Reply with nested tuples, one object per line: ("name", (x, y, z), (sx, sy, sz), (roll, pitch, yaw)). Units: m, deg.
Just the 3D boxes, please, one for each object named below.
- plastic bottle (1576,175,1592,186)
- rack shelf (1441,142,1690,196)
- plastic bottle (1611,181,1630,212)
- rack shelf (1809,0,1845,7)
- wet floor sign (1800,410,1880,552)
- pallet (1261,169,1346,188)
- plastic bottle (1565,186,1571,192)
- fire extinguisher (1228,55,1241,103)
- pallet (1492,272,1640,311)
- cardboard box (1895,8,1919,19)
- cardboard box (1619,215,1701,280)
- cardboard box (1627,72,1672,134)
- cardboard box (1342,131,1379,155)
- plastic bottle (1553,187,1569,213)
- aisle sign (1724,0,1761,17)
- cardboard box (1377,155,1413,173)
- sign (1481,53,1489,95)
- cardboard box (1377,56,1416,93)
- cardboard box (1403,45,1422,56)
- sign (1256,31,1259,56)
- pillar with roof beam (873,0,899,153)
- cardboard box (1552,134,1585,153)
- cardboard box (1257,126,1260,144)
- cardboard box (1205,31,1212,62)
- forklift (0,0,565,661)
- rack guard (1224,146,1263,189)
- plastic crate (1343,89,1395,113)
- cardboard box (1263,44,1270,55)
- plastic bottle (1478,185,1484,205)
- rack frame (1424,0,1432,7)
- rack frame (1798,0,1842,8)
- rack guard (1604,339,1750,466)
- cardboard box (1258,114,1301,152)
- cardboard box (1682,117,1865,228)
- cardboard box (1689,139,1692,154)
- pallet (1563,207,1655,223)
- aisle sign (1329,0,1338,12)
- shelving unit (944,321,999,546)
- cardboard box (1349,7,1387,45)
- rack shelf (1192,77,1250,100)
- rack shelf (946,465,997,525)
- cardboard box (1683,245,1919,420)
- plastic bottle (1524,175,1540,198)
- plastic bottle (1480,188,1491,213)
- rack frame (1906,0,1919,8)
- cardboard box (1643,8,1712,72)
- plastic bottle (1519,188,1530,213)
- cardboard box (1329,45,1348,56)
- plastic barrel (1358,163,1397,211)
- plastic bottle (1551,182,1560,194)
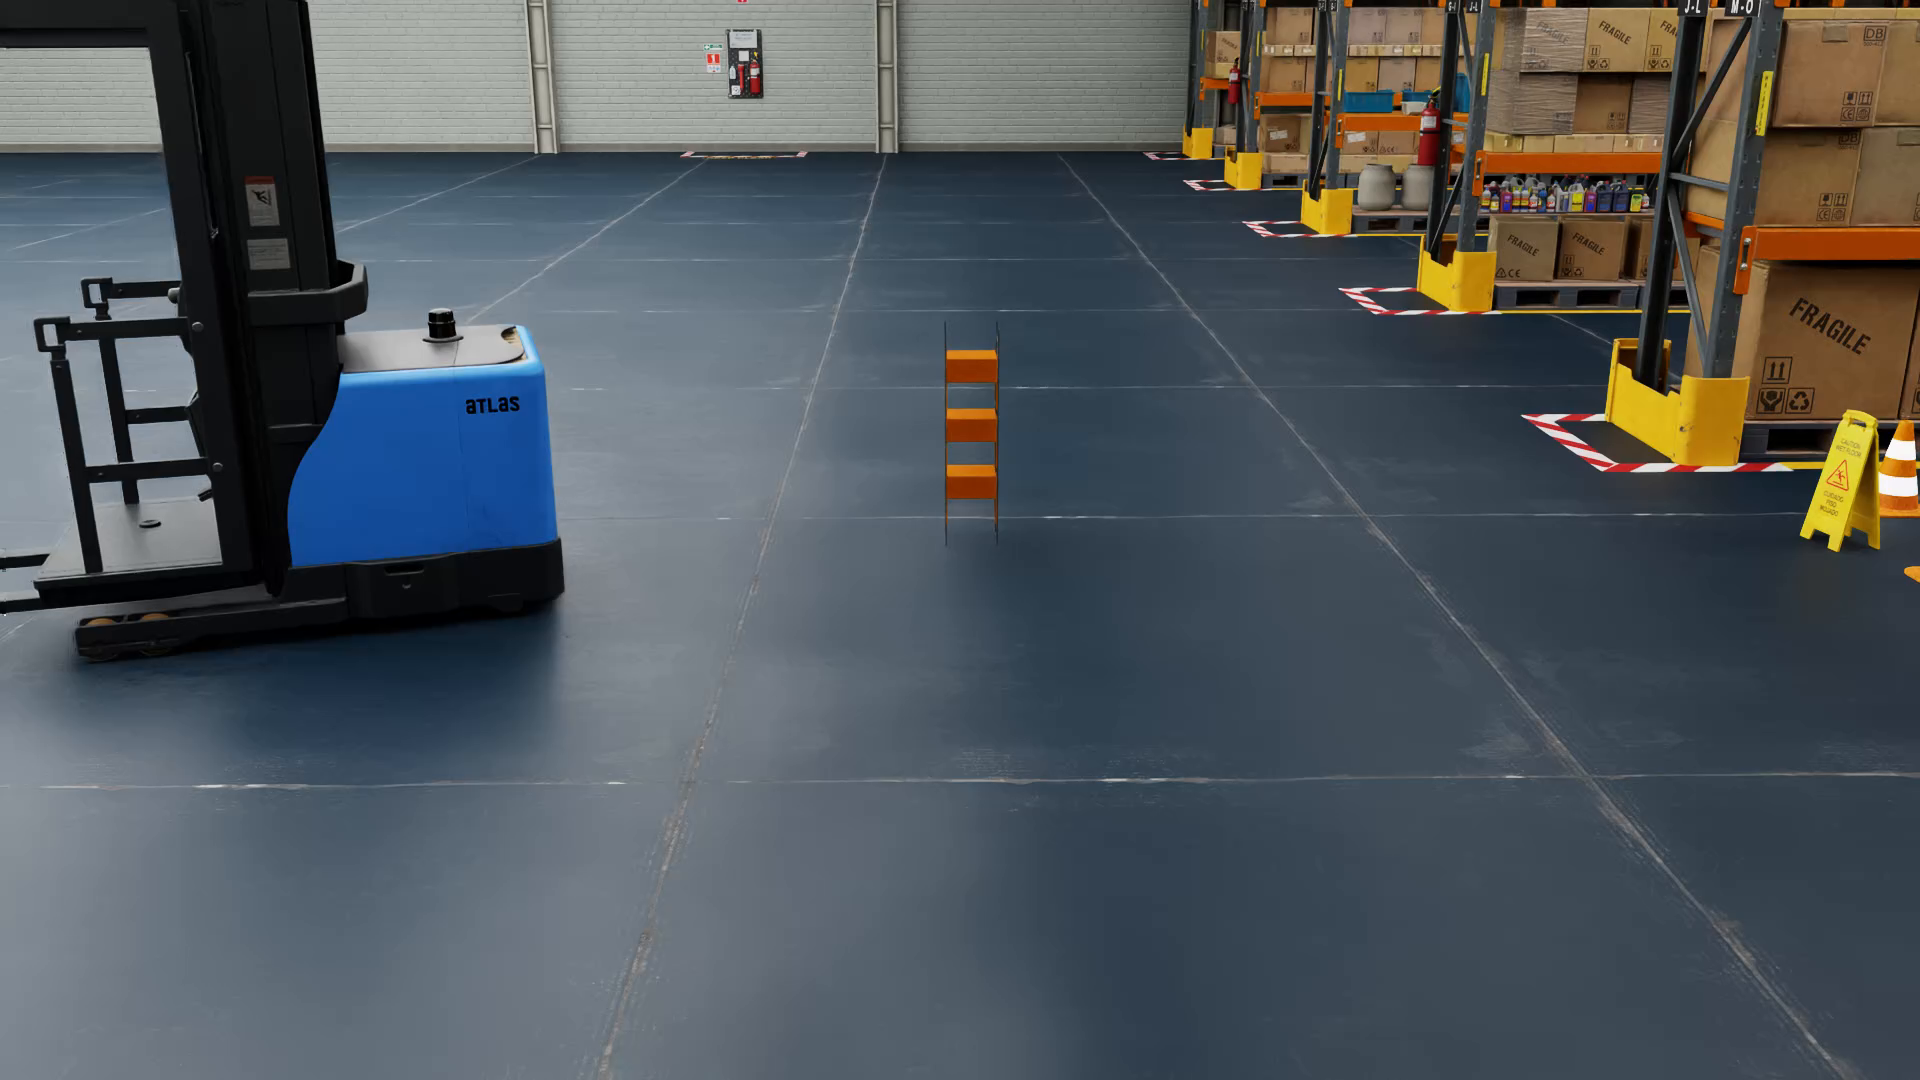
("plastic bottle", (7.364, -4.139, 19.656), (0.185, 0.351, 0.144), (0, 18, 1))
("rack shelf", (6.256, -3.203, 14.300), (4.000, 0.370, 1.077), (0, 18, -1))
("plastic bottle", (7.538, -3.925, 18.989), (0.185, 0.351, 0.144), (-1, 18, -2))
("rack shelf", (14.103, -7.696, 23.394), (4.000, 0.370, 1.077), (0, 18, -1))
("wet floor sign", (4.236, -0.295, 7.910), (0.232, 0.644, 0.267), (-3, 18, -10))
("pallet", (4.868, -5.250, 24.069), (1.213, 0.211, 1.003), (0, 18, -1))
("plastic bottle", (6.996, -3.922, 19.089), (0.133, 0.283, 0.061), (0, 18, -1))
("fire extinguisher", (3.978, -6.666, 24.044), (0.183, 0.674, 0.296), (0, 18, -1))
("pallet", (5.145, -2.202, 14.566), (1.213, 0.211, 1.003), (0, 18, -1))
("cardboard box", (7.810, -4.135, 13.738), (0.500, 0.500, 0.500), (0, 18, -1))
("cardboard box", (6.105, -2.554, 14.504), (0.500, 0.500, 0.500), (1, 18, 4))
("cardboard box", (5.805, -3.748, 14.170), (0.500, 0.500, 0.875), (0, 18, -1))
("cardboard box", (5.643, -5.753, 23.659), (0.500, 0.500, 0.500), (0, 18, -1))
("plastic bottle", (6.861, -3.888, 18.994), (0.135, 0.276, 0.152), (0, 18, 0))
("aisle sign", (4.168, -3.167, 8.753), (0.004, 0.787, 0.394), (0, 18, -1))
("cardboard box", (6.143, -5.394, 23.765), (0.500, 0.250, 0.500), (0, 18, -1))
("sign", (4.265, -3.783, 13.511), (0.005, 0.325, 0.100), (0, 18, -1))
("cardboard box", (6.119, -6.616, 23.597), (0.500, 0.500, 0.700), (0, 18, 1))
("cardboard box", (6.300, -6.863, 23.305), (0.250, 0.149, 0.380), (0, 18, 1))
("sign", (4.107, -6.842, 22.919), (0.005, 0.325, 0.100), (0, 18, -1))
("pillar with roof beam", (-1.223, -9.855, 24.037), (0.400, 9.000, 9.100), (0, 18, -1))
("cardboard box", (5.046, -3.337, 13.951), (0.250, 0.149, 0.380), (0, 18, -1))
("cardboard box", (5.285, -6.982, 28.585), (0.500, 0.311, 0.500), (1, 18, 4))
("cardboard box", (4.490, -8.437, 28.423), (0.500, 0.500, 0.500), (0, 18, -1))
("forklift", (-3.272, -1.098, 6.671), (3.031, 2.935, 1.130), (-6, 19, -17))
("rack guard", (4.080, -5.371, 23.973), (0.348, 0.500, 1.175), (0, 18, -1))
("plastic crate", (4.674, -5.072, 19.191), (0.616, 0.251, 0.499), (0, 18, -1))
("cardboard box", (4.483, -6.978, 23.665), (0.250, 0.149, 0.380), (-1, 18, -2))
("plastic bottle", (6.124, -4.114, 19.688), (0.133, 0.283, 0.061), (0, 18, 0))
("rack frame", (8.021, -8.094, 28.368), (0.127, 3.000, 1.000), (0, 18, -1))
("rack frame", (12.103, -6.600, 23.712), (0.127, 3.000, 1.000), (0, 18, -1))
("rack guard", (4.210, -0.830, 9.818), (0.348, 0.500, 1.175), (0, 18, -1))
("cardboard box", (4.635, -5.903, 24.125), (0.500, 0.500, 0.500), (0, 18, -1))
("cardboard box", (4.604, -2.108, 9.462), (0.550, 0.550, 0.875), (0, 18, -1))
("cardboard box", (6.047, -3.323, 13.906), (0.250, 0.149, 0.380), (0, 18, -1))
("pallet", (7.506, -3.750, 19.392), (1.213, 0.211, 1.003), (0, 18, -1))
("aisle sign", (4.111, -6.197, 18.199), (0.004, 0.787, 0.394), (0, 18, -1))
("shelving unit", (0.054, -0.500, 7.888), (0.252, 1.050, 0.215), (0, 18, -1))
("cardboard box", (5.653, -7.233, 23.396), (0.500, 0.500, 0.700), (0, 18, -1))
("rack shelf", (6.022, -7.742, 28.448), (4.000, 0.370, 1.077), (0, 18, -1))
("rack shelf", (0.054, -0.225, 7.976), (0.240, 0.259, 0.215), (0, 18, -1))
("cardboard box", (4.911, -1.232, 9.770), (0.875, 0.875, 0.875), (0, 18, -1))
("plastic bottle", (6.750, -4.136, 19.647), (0.185, 0.351, 0.144), (0, 18, -1))
("plastic bottle", (5.996, -3.873, 18.956), (0.097, 0.271, 0.097), (0, 18, 0))
("rack frame", (8.256, -3.555, 14.220), (0.127, 3.000, 1.000), (0, 18, -1))
("cardboard box", (5.811, -4.124, 13.705), (0.500, 0.500, 0.500), (0, 18, -1))
("plastic bottle", (6.439, -3.875, 18.963), (0.097, 0.271, 0.097), (0, 18, 0))
("cardboard box", (5.265, -6.858, 23.289), (0.250, 0.149, 0.380), (-1, 18, -2))
("plastic barrel", (4.835, -4.091, 19.274), (0.421, 0.512, 0.421), (0, 18, 0))
("plastic bottle", (7.029, -4.088, 19.628), (0.097, 0.271, 0.097), (0, 18, 0))
